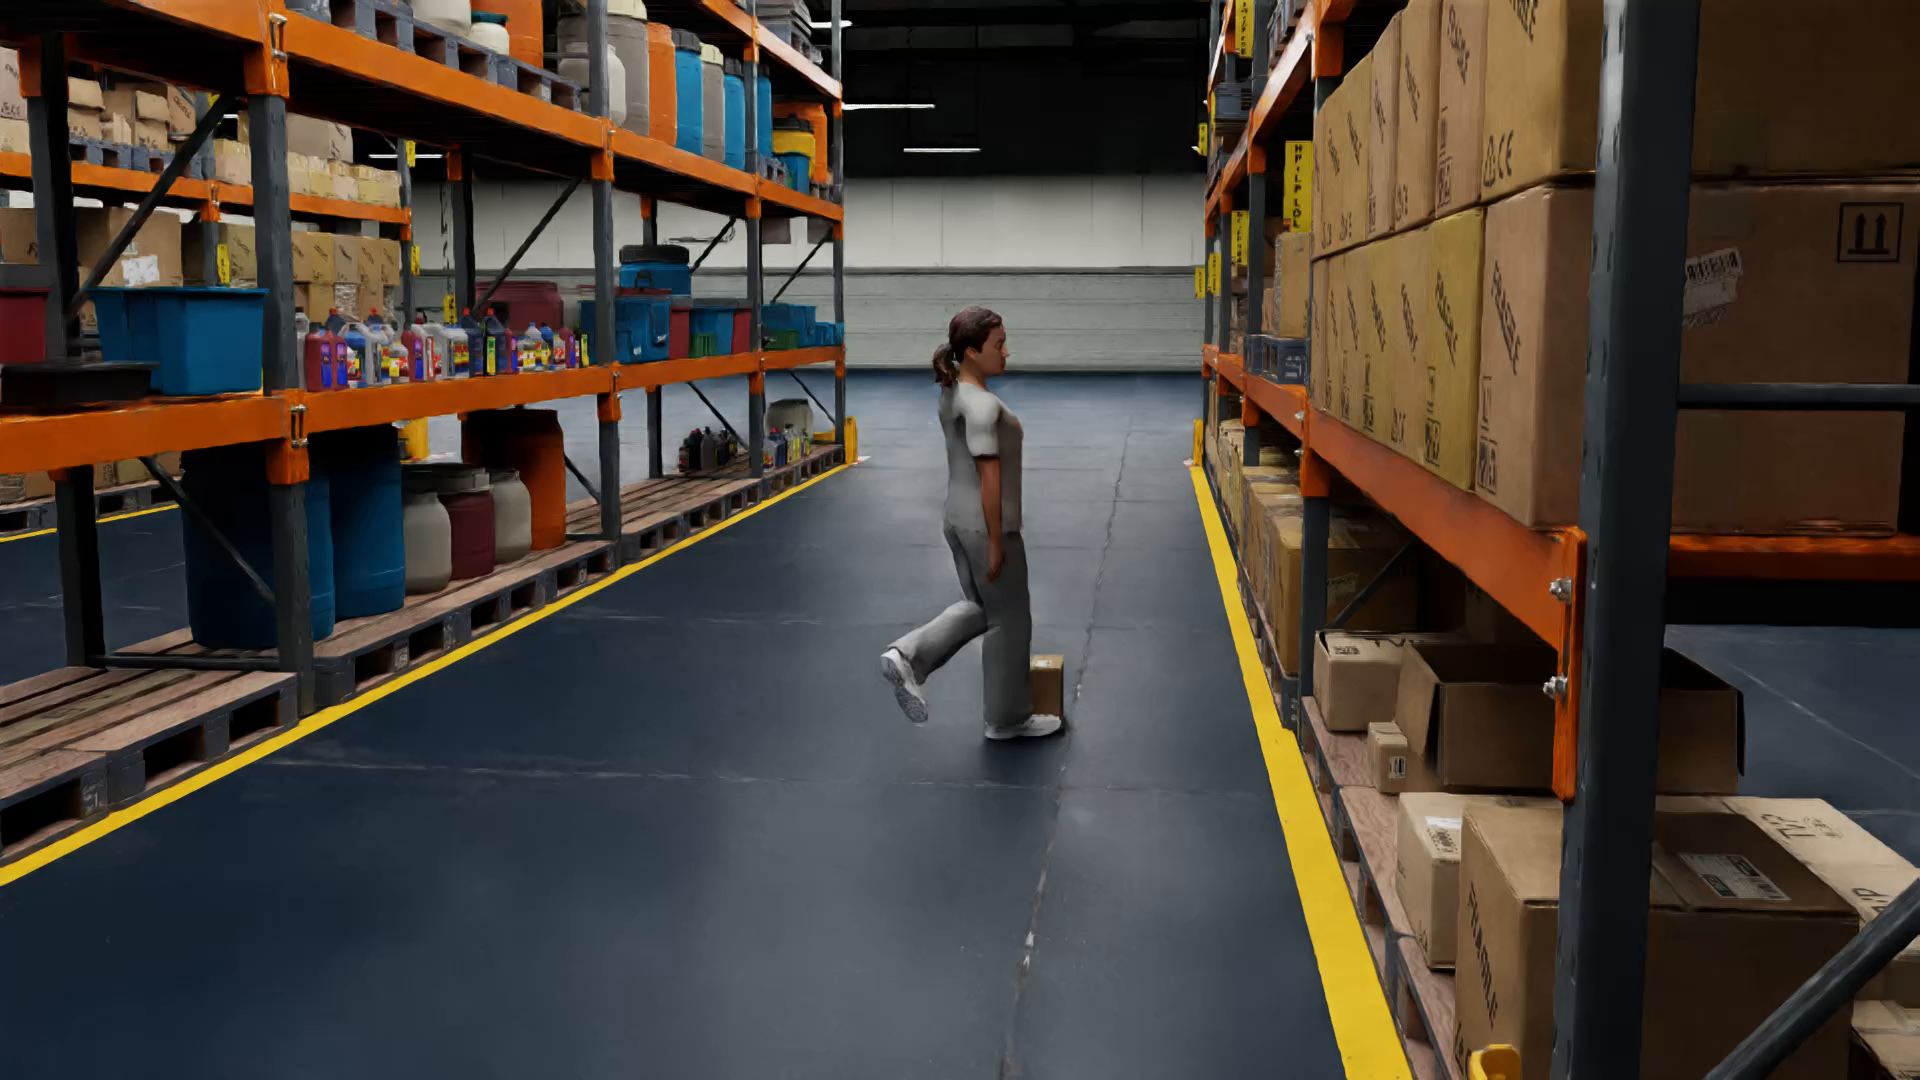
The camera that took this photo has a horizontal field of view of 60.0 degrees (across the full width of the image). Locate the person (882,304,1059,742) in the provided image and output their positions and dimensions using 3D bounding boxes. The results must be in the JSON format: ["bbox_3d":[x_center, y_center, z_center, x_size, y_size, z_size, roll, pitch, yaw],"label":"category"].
[{"bbox_3d":[0.075,-0.016,6.160,0.714,1.608,0.489,-3,8,-22],"label":"person"}]
